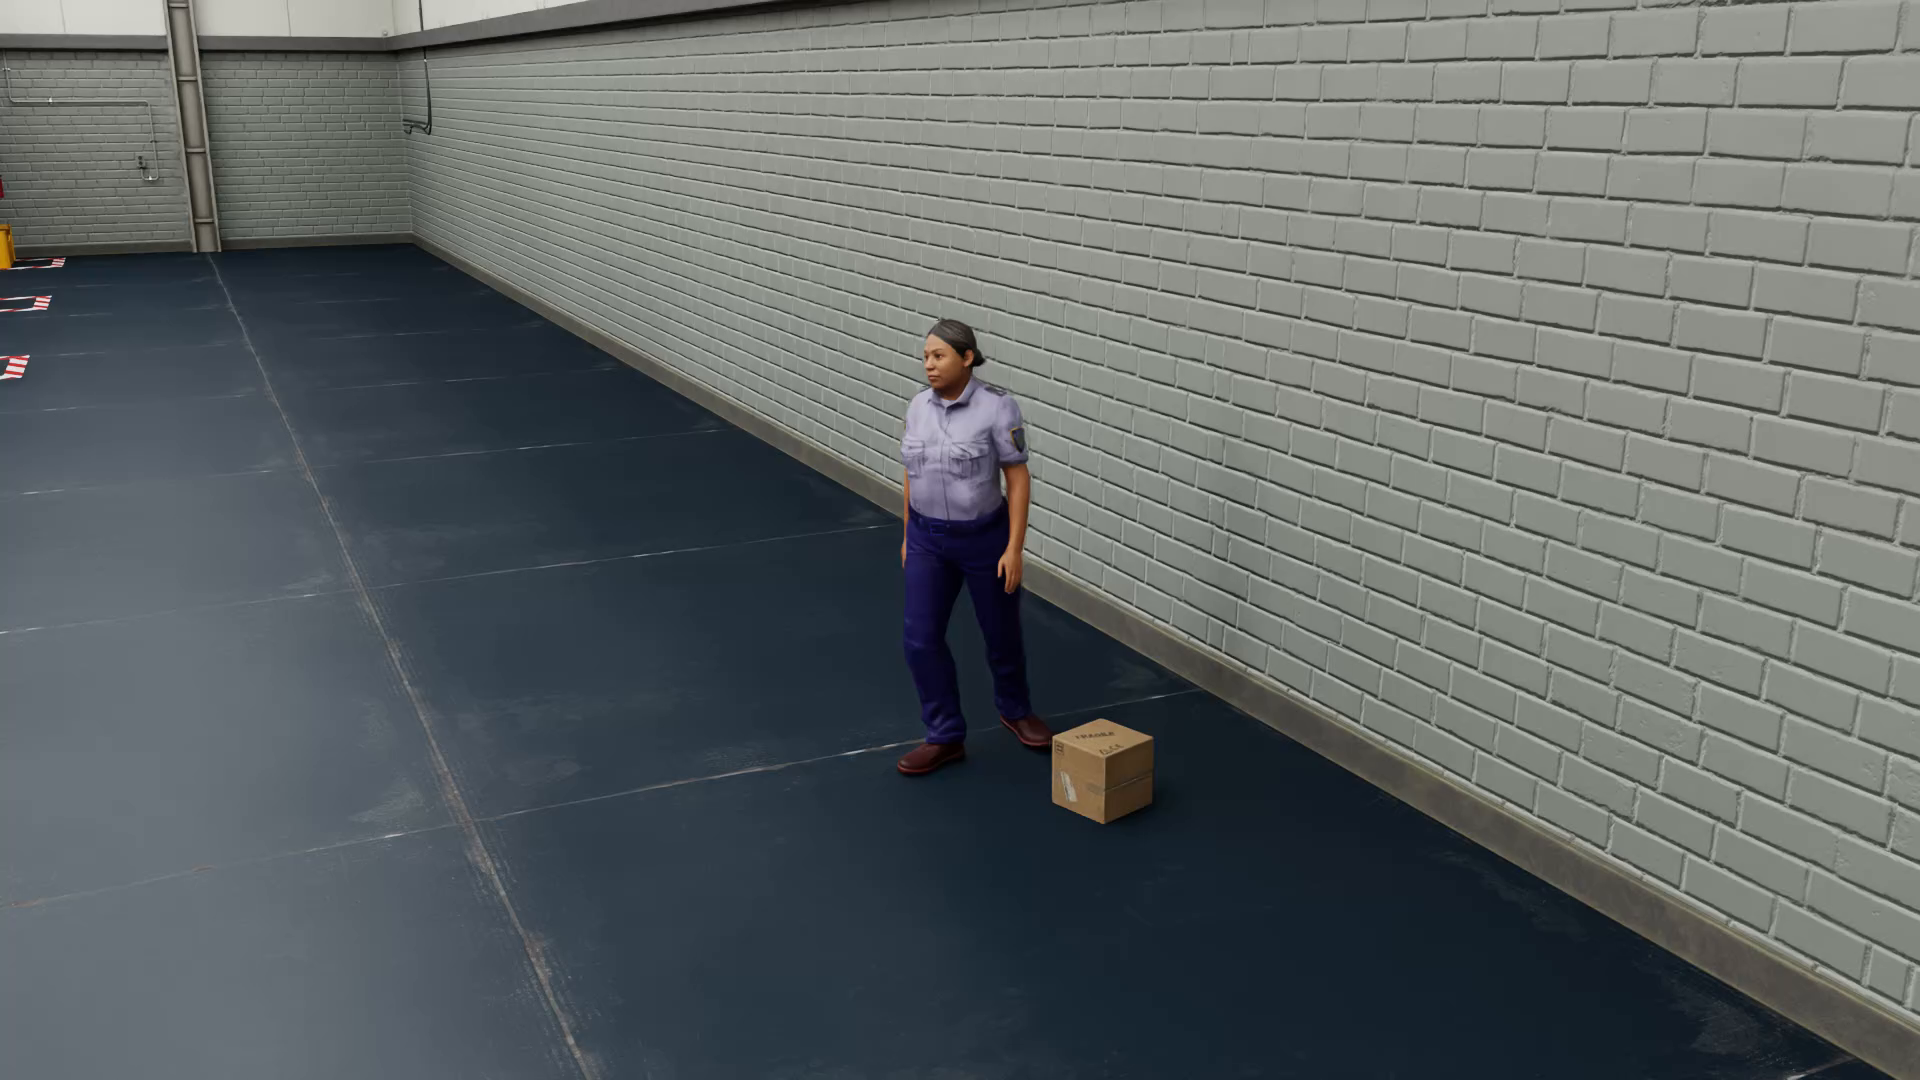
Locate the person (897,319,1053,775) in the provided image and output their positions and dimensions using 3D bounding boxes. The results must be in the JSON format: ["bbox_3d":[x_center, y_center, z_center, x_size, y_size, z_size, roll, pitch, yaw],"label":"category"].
[{"bbox_3d":[0.039,0.012,6.023,0.554,1.636,0.598,7,17,25],"label":"person"}]
